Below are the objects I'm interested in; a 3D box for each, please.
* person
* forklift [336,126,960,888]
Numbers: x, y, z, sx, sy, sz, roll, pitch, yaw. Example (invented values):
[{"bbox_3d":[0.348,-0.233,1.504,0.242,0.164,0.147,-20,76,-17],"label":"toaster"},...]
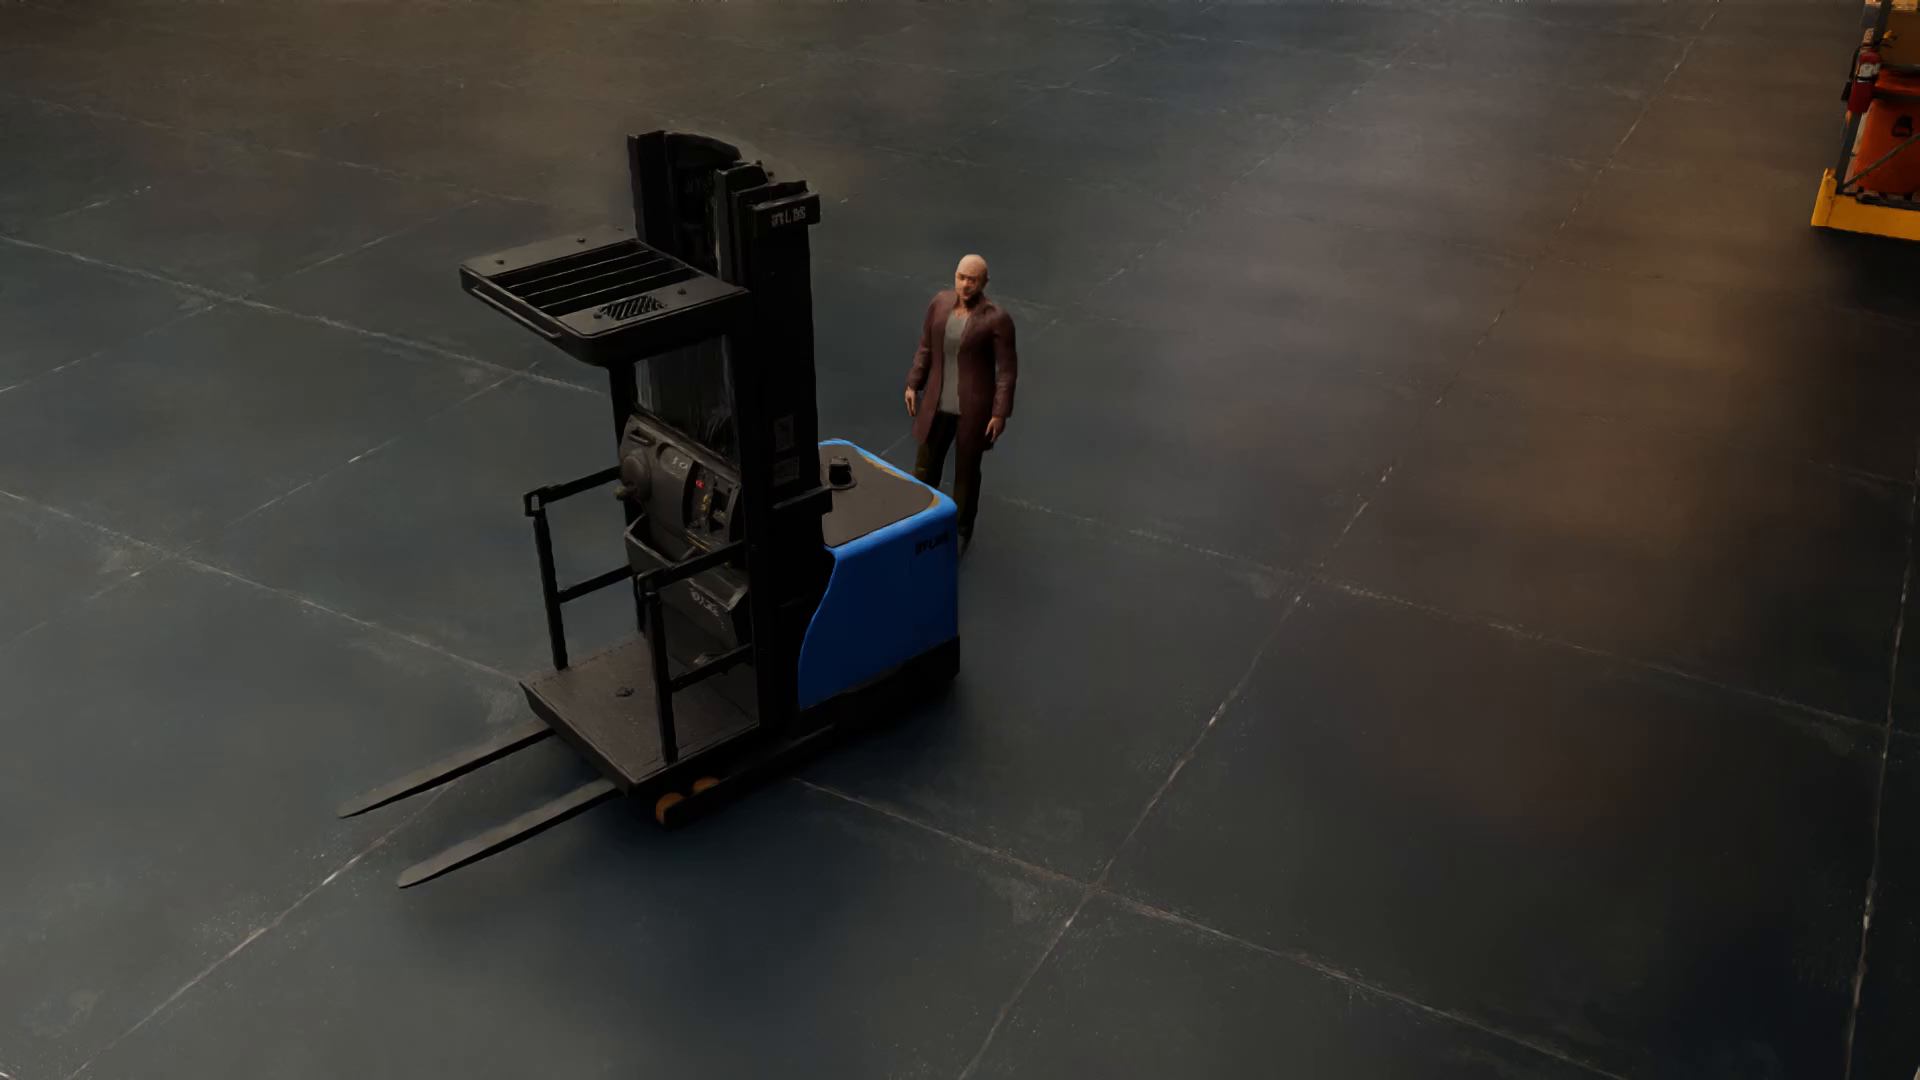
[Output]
[{"bbox_3d":[-0.048,-0.737,9.488,0.694,1.776,0.580,15,33,25],"label":"person"},{"bbox_3d":[-1.440,-0.232,7.472,3.031,2.935,1.130,-24,37,-35],"label":"forklift"}]
